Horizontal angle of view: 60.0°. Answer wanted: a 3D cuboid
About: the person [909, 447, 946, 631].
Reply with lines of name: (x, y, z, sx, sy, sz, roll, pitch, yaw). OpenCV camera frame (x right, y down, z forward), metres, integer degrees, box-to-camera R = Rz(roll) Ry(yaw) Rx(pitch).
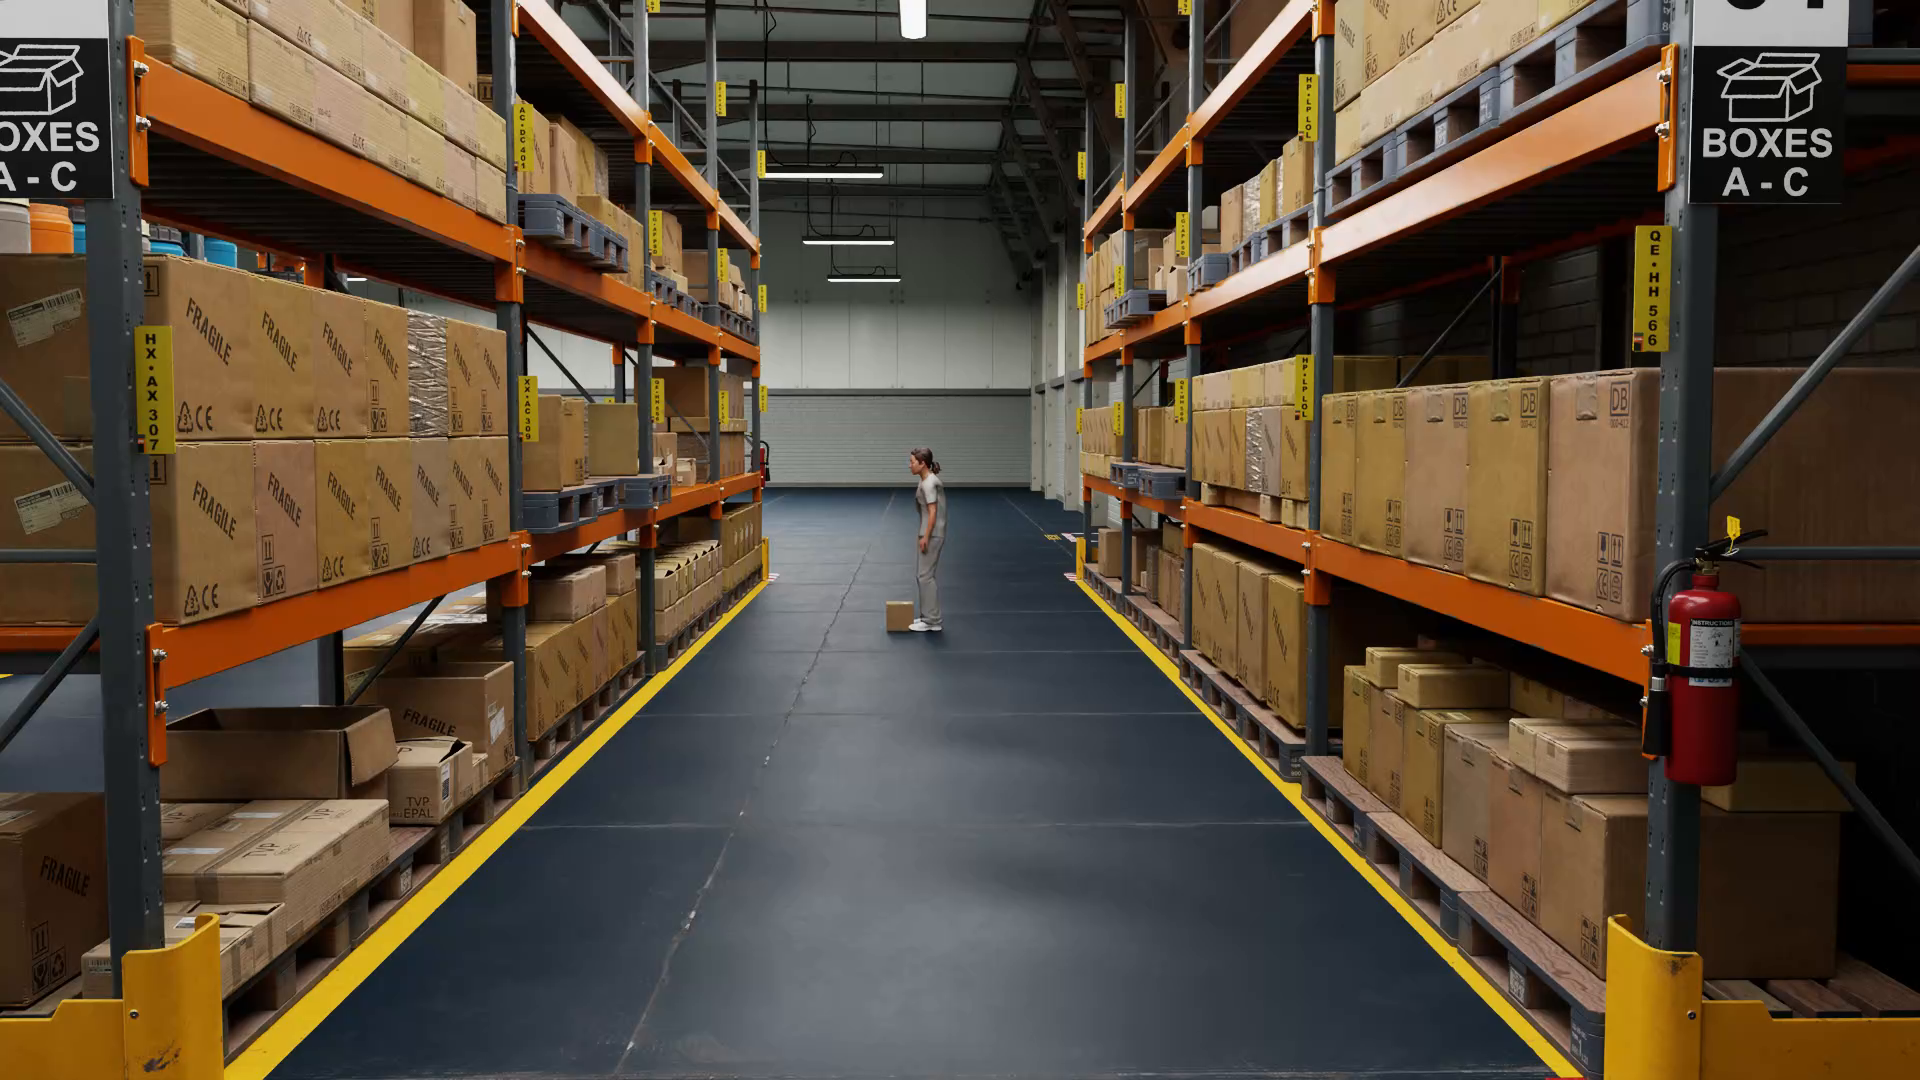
person: (-0.302, -0.014, 15.162, 0.353, 1.673, 0.513, 0, 4, -4)
